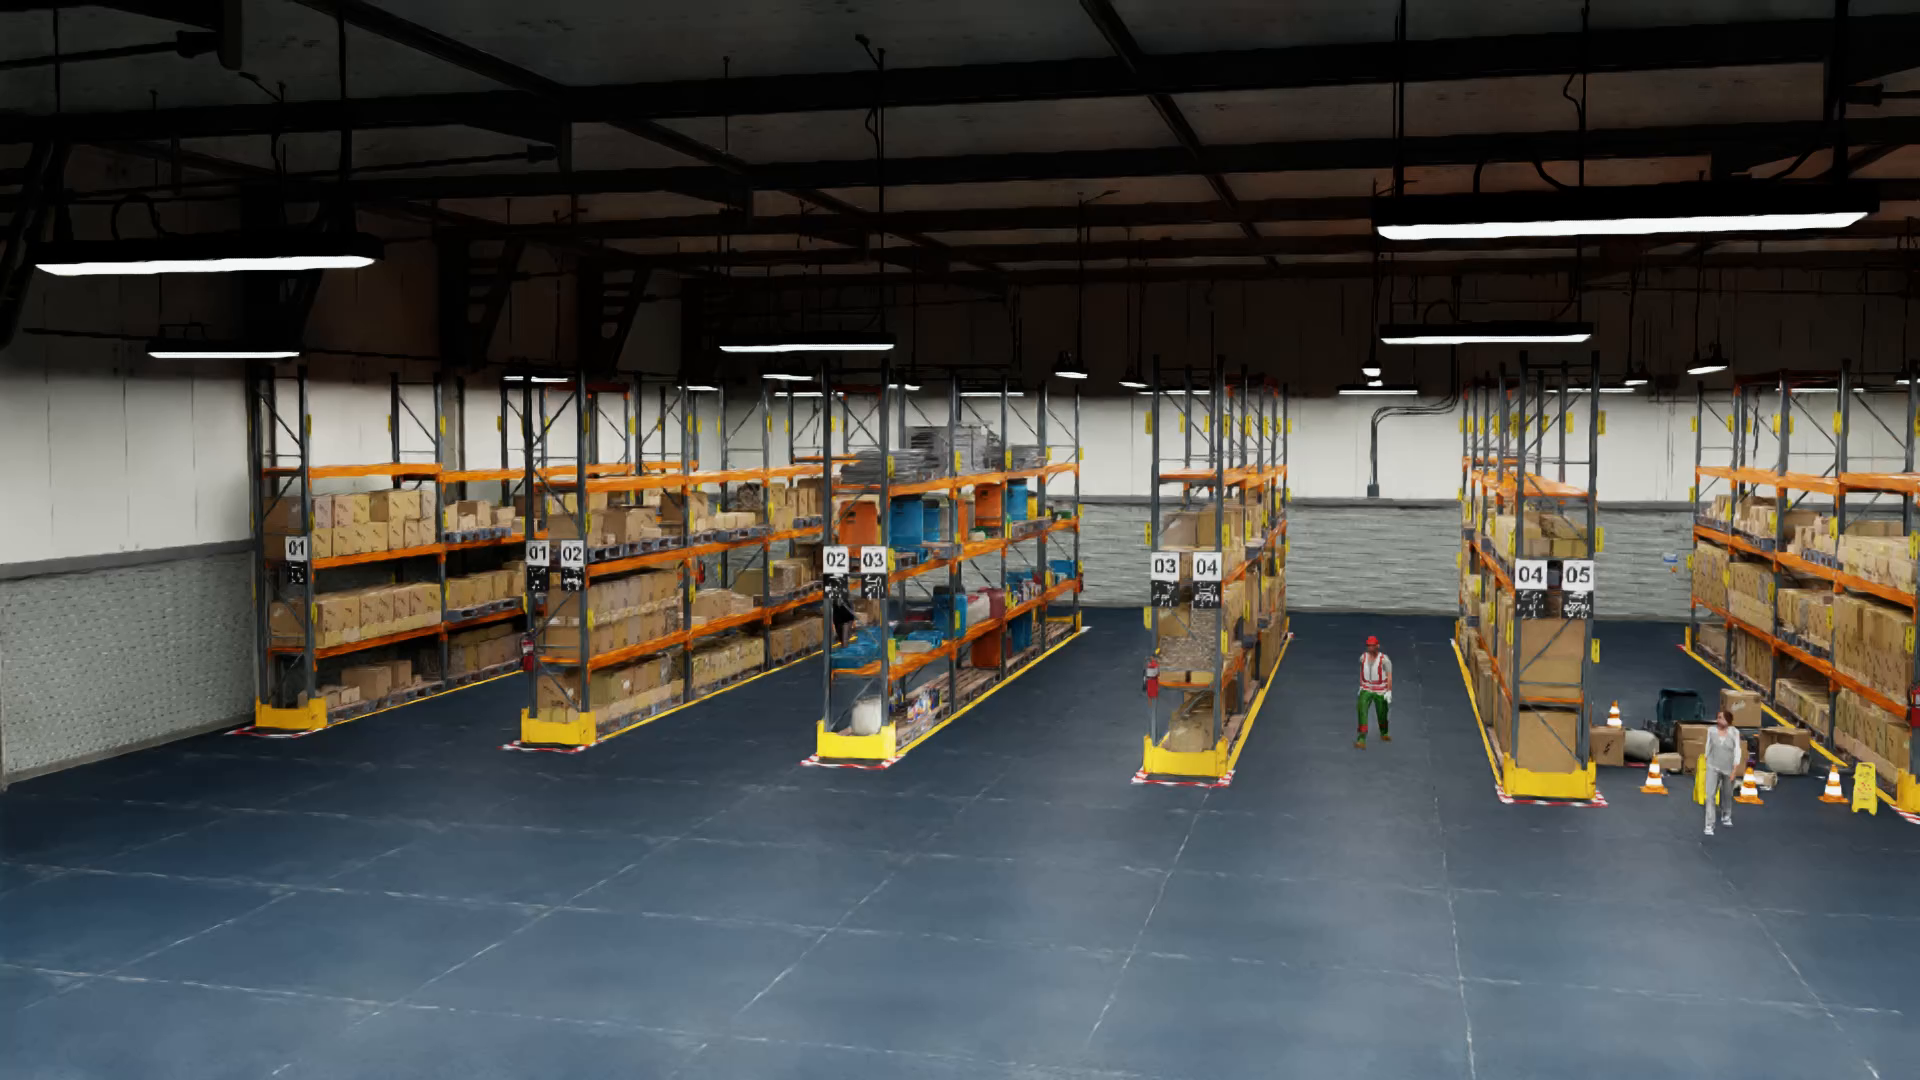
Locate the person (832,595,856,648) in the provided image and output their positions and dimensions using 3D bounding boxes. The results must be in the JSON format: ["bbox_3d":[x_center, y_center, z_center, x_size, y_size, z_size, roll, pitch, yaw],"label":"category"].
[{"bbox_3d":[-2.523,1.733,35.326,0.543,1.648,1.115,1,4,16],"label":"person"}]

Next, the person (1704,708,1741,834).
[{"bbox_3d":[9.375,2.811,20.446,0.408,1.533,0.962,2,4,24],"label":"person"}]

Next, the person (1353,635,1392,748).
[{"bbox_3d":[6.461,2.347,25.908,0.579,1.750,0.942,2,5,29],"label":"person"}]
